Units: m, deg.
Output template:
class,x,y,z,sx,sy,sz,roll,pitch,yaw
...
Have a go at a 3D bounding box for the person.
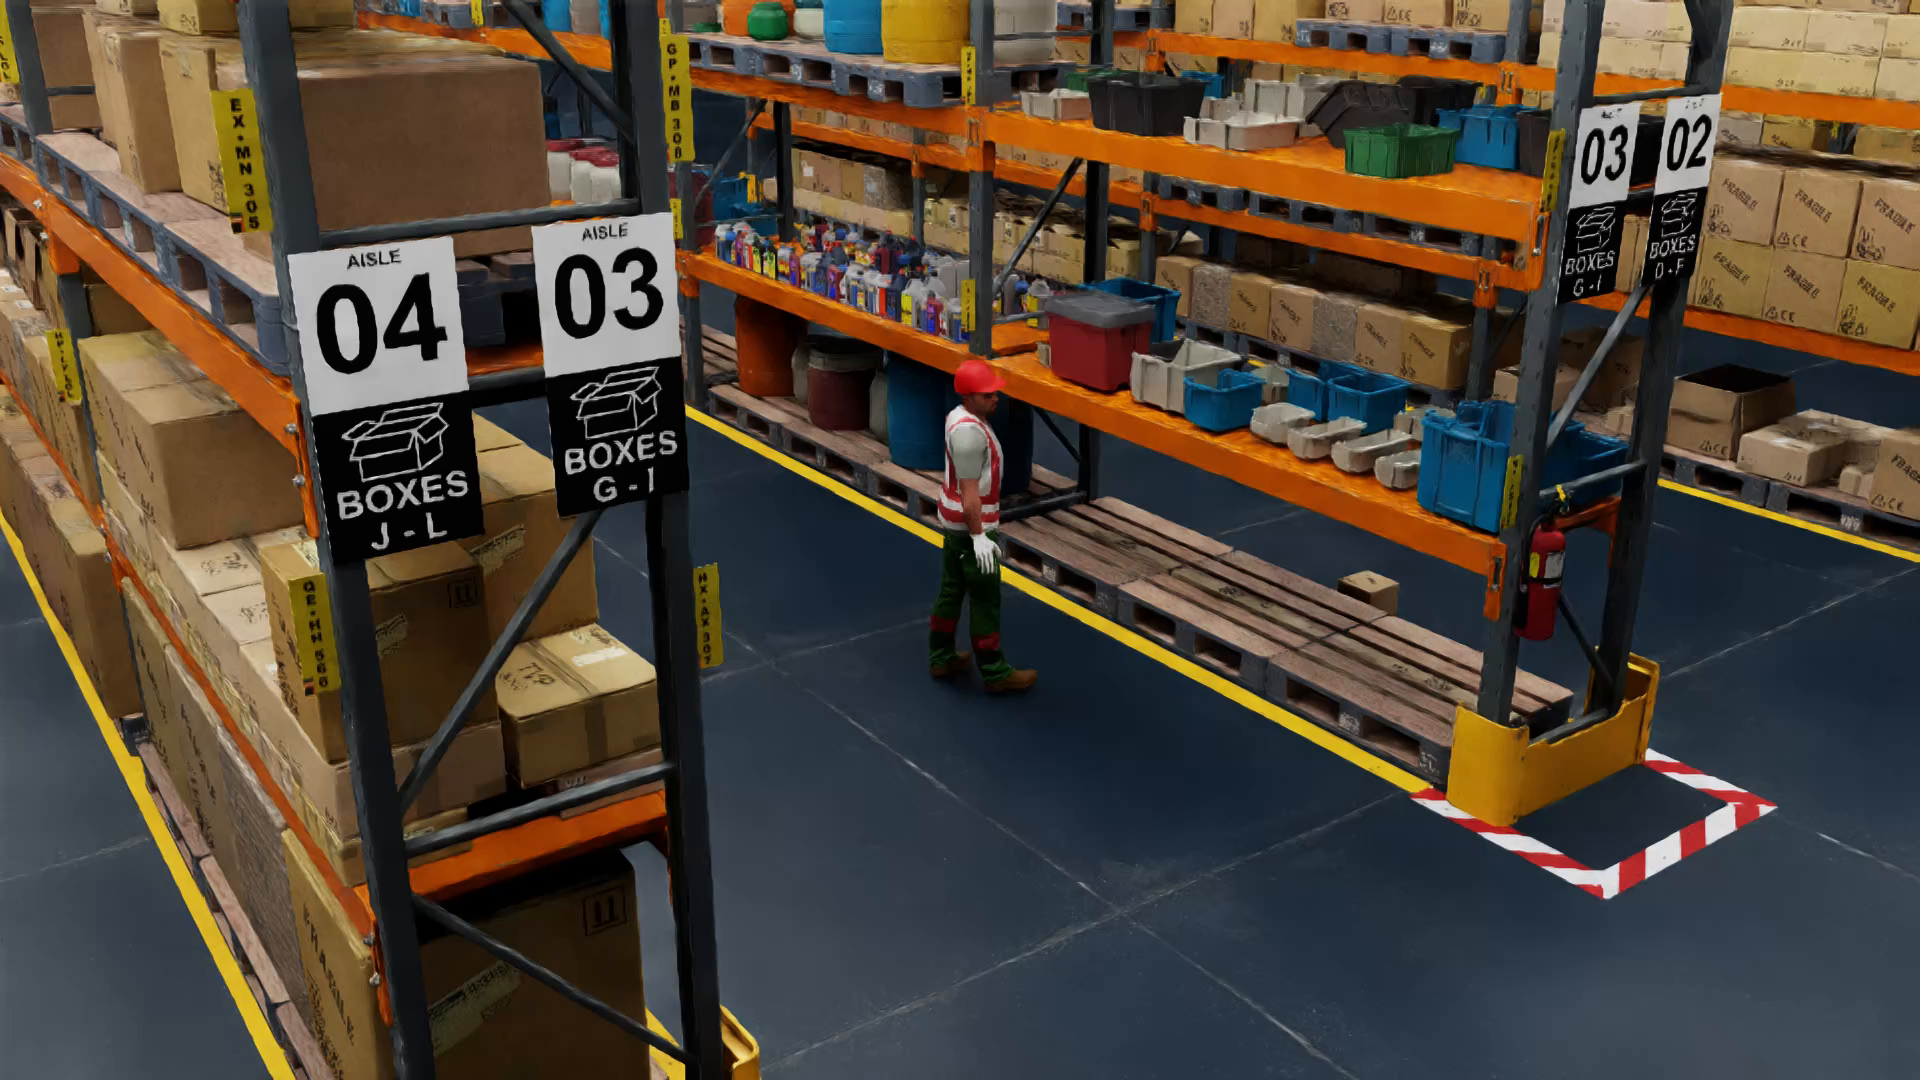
class,x,y,z,sx,sy,sz,roll,pitch,yaw
person,0.128,-0.070,8.659,0.569,1.786,0.663,-3,21,-7
